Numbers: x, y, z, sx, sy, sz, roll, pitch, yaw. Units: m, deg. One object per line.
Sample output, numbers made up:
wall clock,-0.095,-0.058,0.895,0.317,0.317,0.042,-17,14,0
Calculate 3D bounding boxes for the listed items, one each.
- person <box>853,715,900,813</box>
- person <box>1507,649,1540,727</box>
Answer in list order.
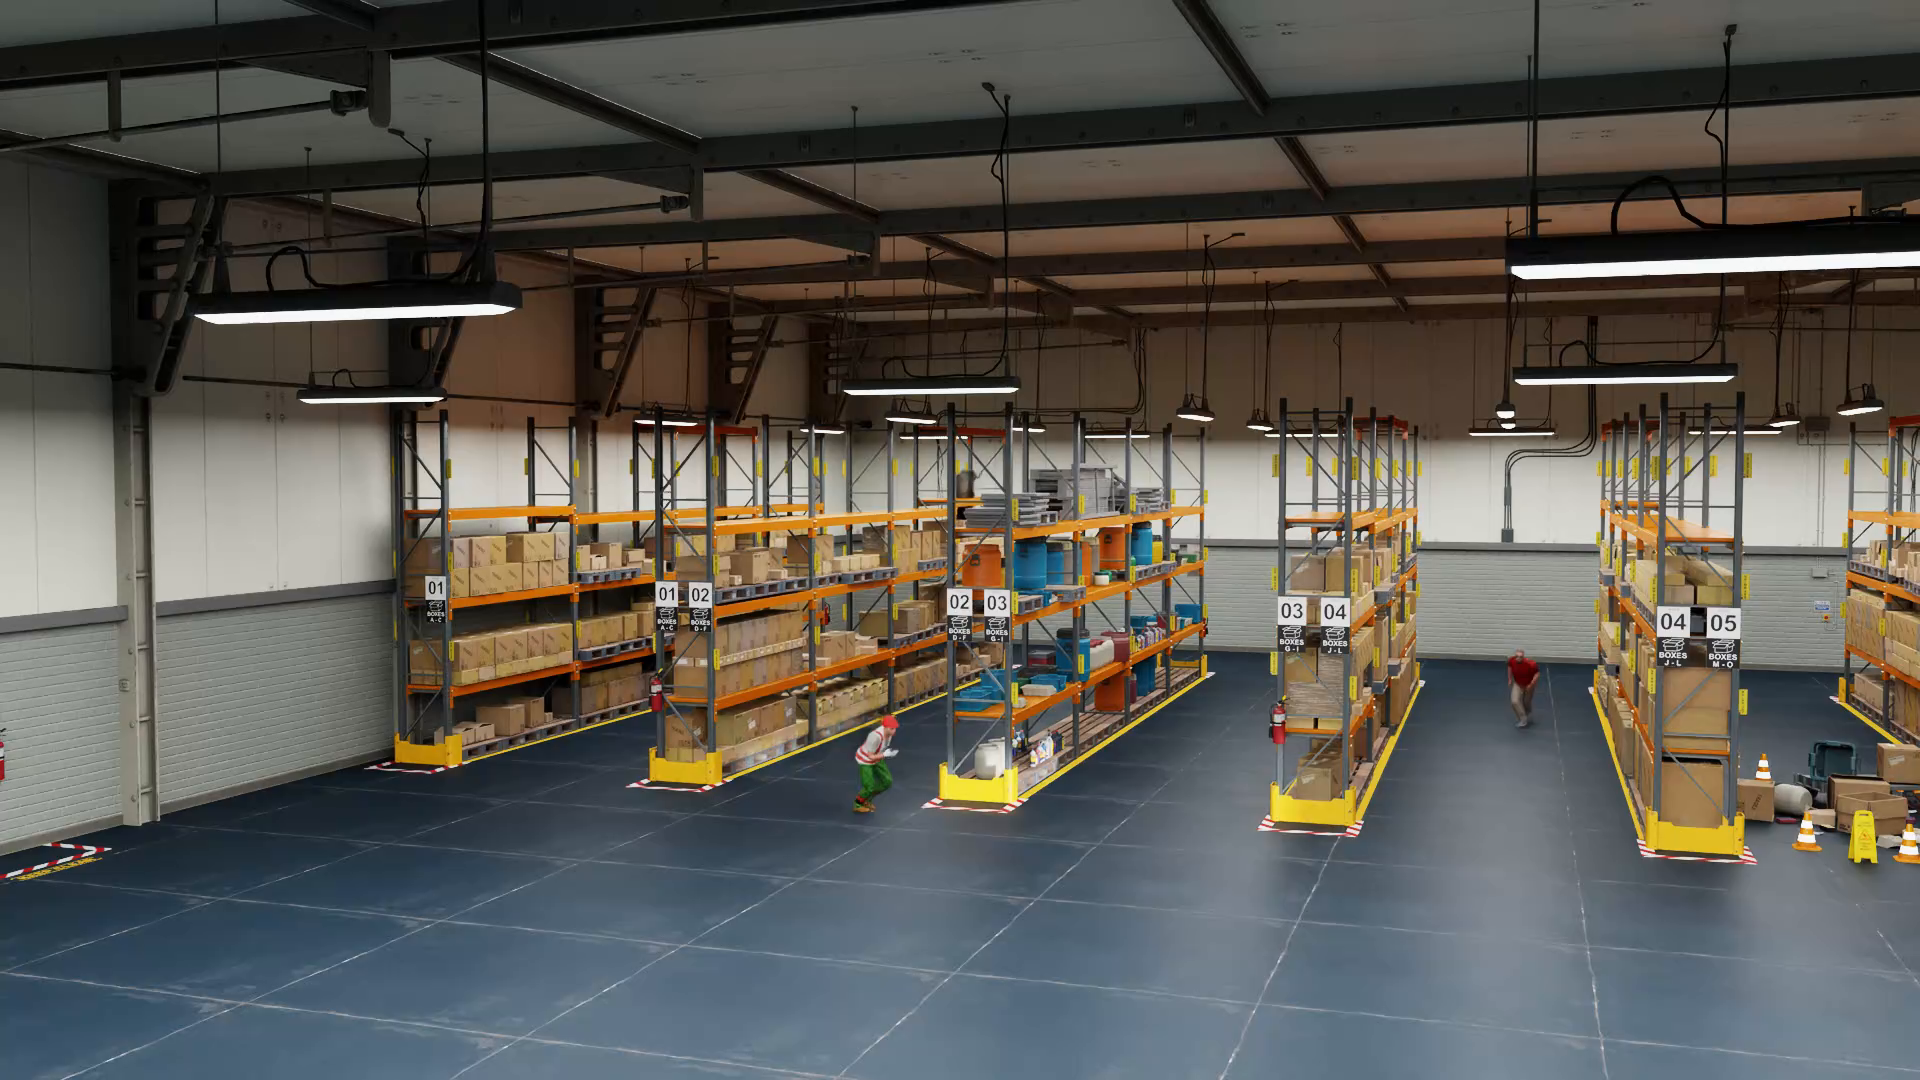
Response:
person,-1.199,3.220,23.890,0.974,1.480,0.675,2,3,37
person,10.998,2.853,32.347,0.652,1.538,1.068,2,3,34
